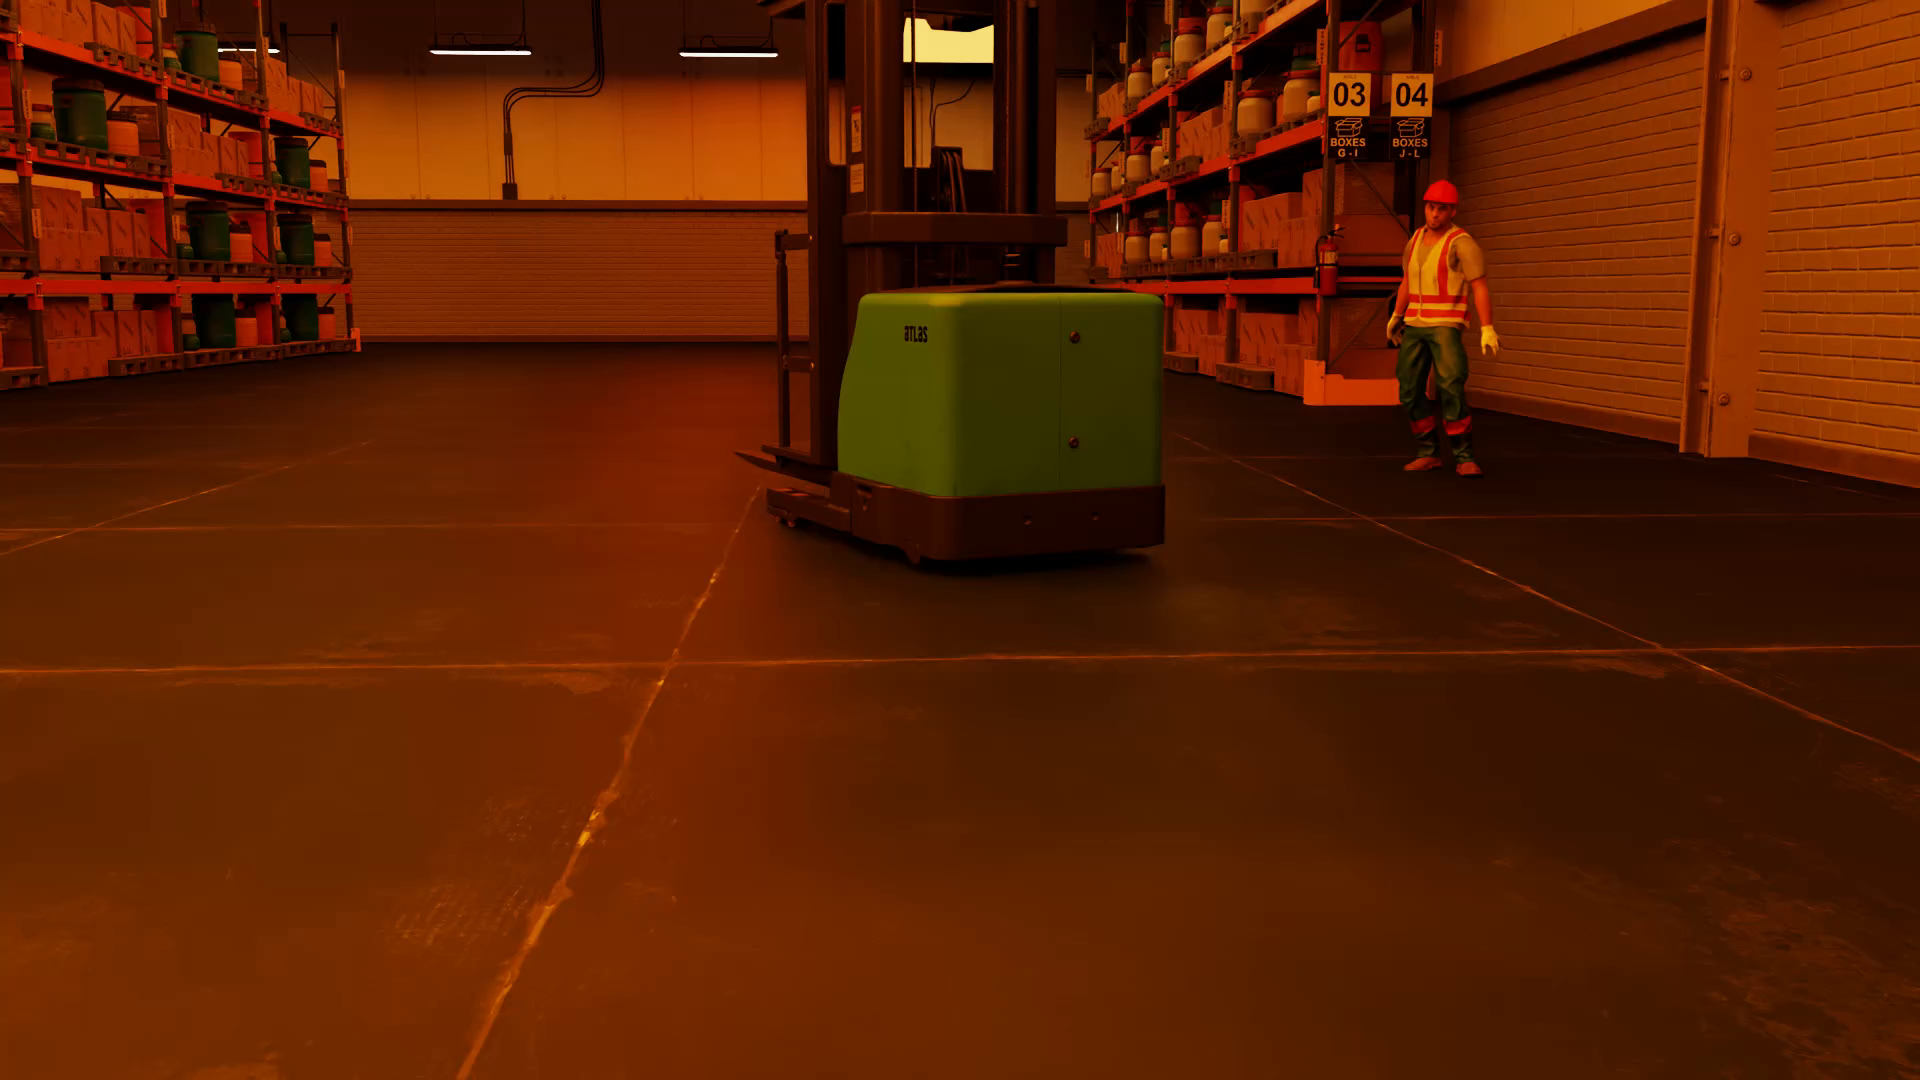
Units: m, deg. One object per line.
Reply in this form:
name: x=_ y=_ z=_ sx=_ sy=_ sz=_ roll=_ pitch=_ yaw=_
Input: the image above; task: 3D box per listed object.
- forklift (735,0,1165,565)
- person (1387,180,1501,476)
forklift: x=-0.264 y=-1.530 z=7.637 sx=1.130 sy=2.935 sz=3.031 roll=-4 pitch=9 yaw=-25
person: x=2.858 y=-1.263 z=9.994 sx=0.460 sy=1.748 sz=0.885 roll=-5 pitch=10 yaw=-30
